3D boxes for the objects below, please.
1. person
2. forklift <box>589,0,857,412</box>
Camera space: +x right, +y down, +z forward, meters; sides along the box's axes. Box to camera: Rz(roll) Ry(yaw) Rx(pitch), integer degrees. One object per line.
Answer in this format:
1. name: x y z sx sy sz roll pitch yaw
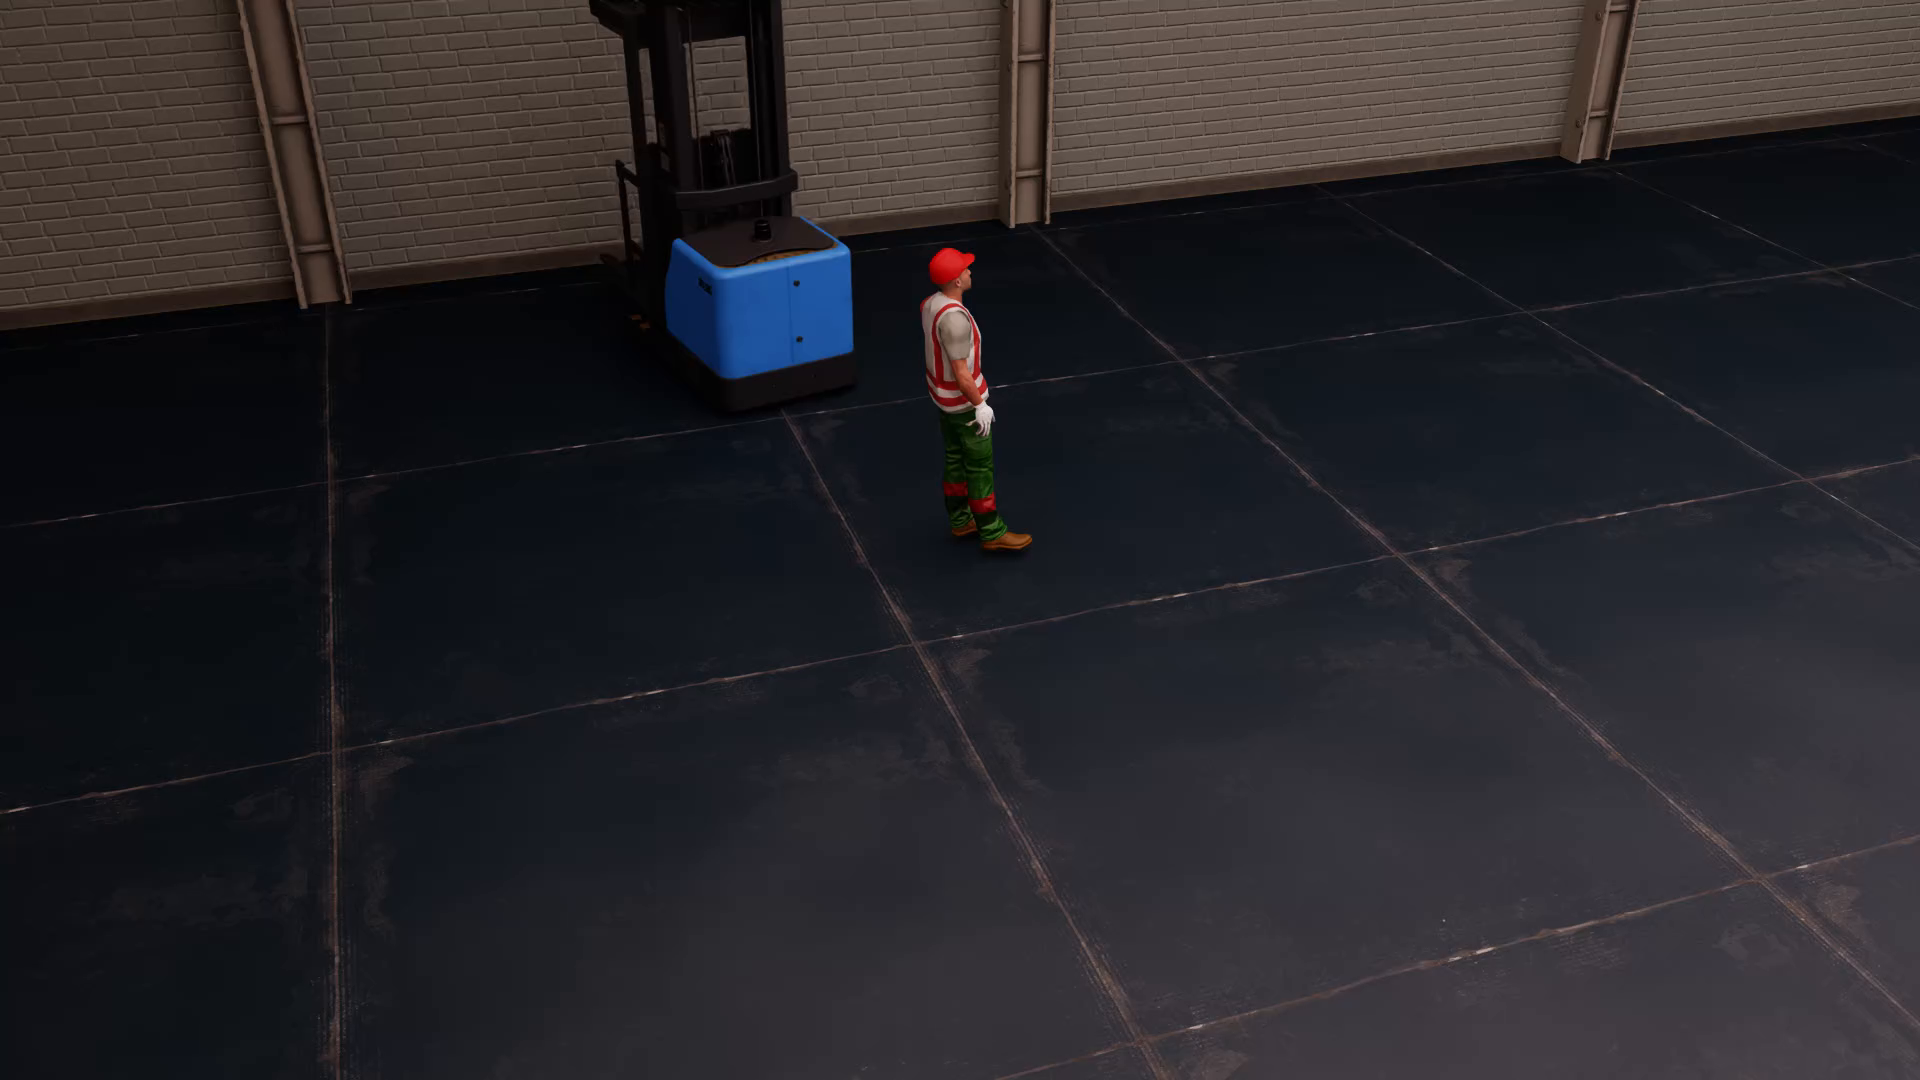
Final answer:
1. person: 0.080 -0.824 9.570 0.561 1.789 0.638 -10 31 -16
2. forklift: -1.911 -2.852 12.044 1.130 2.935 3.031 -16 34 -26
